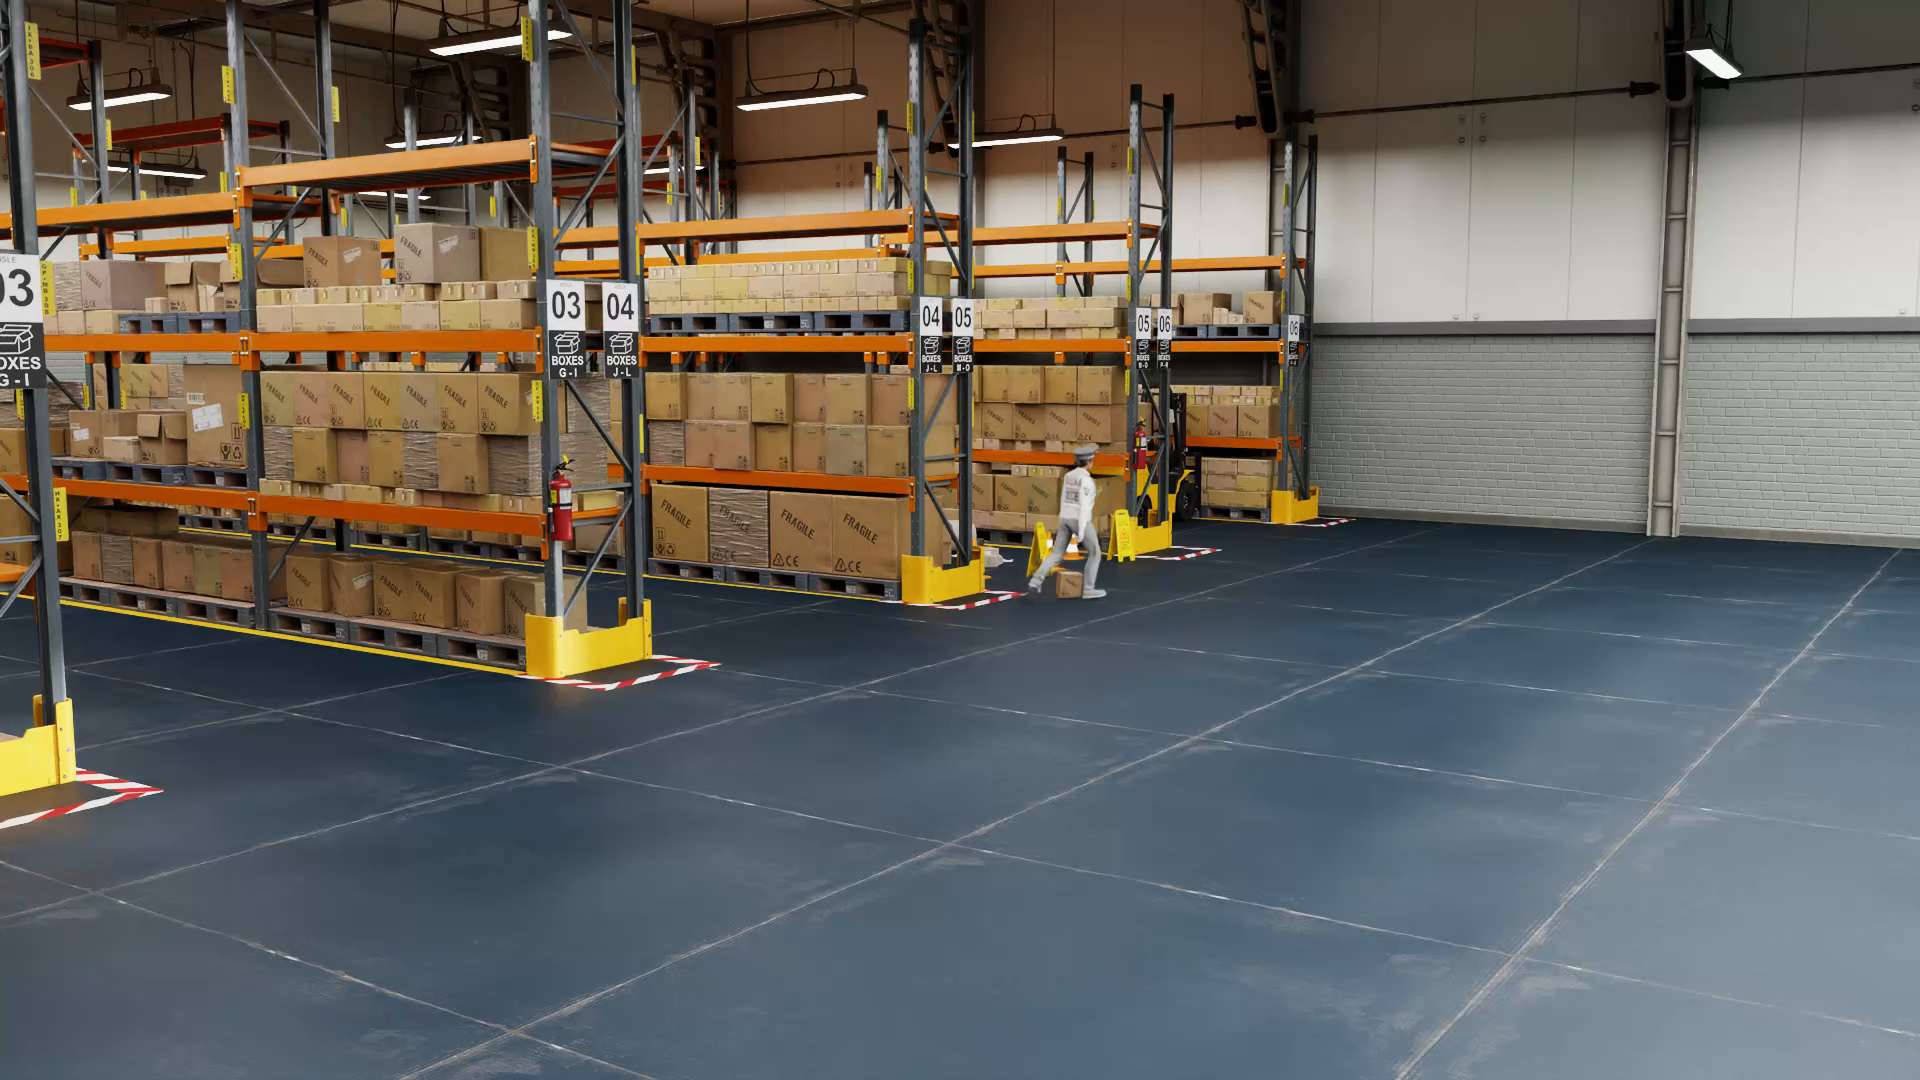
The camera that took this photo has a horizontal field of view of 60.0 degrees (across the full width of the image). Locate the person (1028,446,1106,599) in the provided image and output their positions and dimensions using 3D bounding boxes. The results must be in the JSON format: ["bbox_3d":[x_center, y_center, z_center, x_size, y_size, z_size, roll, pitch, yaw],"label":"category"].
[{"bbox_3d":[1.136,-0.178,17.592,0.866,1.613,0.516,-4,8,-33],"label":"person"}]
